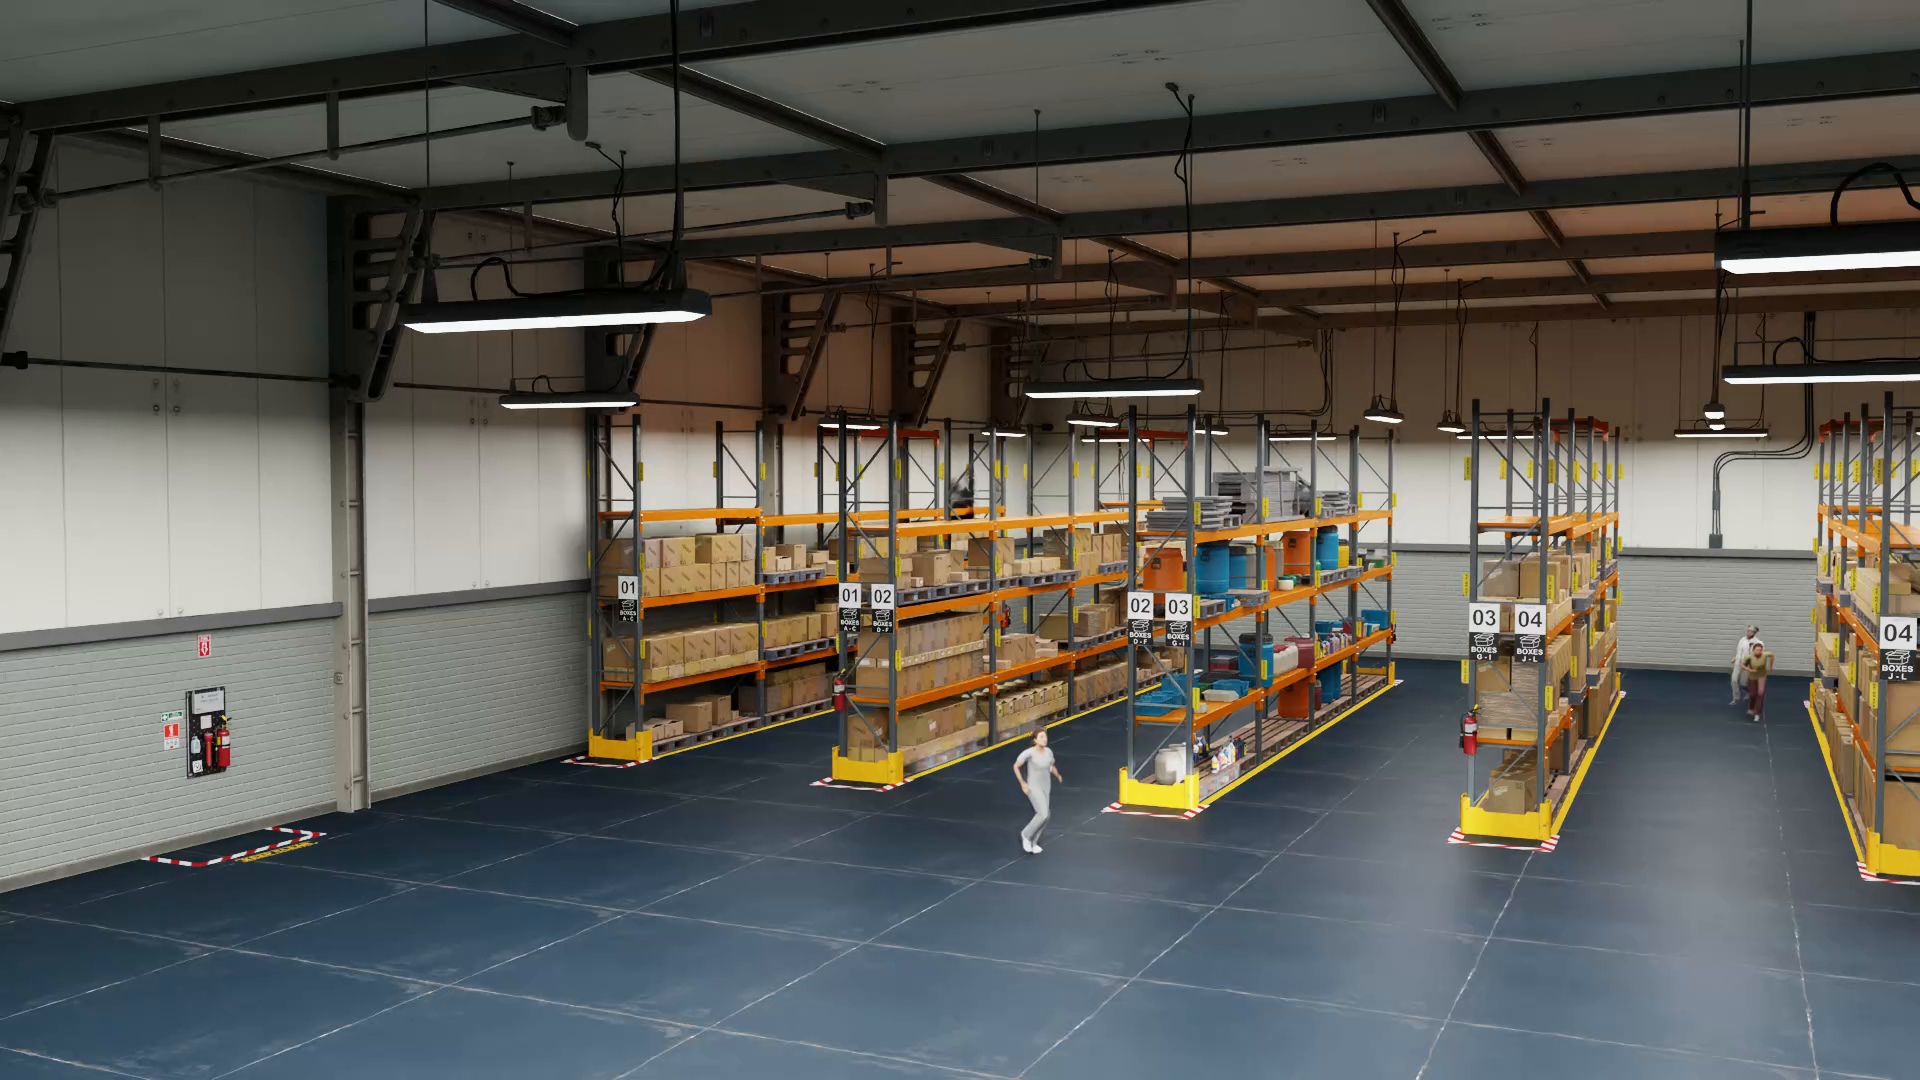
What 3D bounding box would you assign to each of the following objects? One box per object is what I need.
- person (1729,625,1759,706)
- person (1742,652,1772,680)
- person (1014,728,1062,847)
[{"bbox_3d":[16.839,2.688,35.622,0.672,1.745,0.715,-1,3,-29],"label":"person"},{"bbox_3d":[16.037,2.532,33.468,0.561,0.591,0.412,1,2,19],"label":"person"},{"bbox_3d":[1.055,3.251,21.741,0.574,1.582,0.577,-2,3,-40],"label":"person"}]
